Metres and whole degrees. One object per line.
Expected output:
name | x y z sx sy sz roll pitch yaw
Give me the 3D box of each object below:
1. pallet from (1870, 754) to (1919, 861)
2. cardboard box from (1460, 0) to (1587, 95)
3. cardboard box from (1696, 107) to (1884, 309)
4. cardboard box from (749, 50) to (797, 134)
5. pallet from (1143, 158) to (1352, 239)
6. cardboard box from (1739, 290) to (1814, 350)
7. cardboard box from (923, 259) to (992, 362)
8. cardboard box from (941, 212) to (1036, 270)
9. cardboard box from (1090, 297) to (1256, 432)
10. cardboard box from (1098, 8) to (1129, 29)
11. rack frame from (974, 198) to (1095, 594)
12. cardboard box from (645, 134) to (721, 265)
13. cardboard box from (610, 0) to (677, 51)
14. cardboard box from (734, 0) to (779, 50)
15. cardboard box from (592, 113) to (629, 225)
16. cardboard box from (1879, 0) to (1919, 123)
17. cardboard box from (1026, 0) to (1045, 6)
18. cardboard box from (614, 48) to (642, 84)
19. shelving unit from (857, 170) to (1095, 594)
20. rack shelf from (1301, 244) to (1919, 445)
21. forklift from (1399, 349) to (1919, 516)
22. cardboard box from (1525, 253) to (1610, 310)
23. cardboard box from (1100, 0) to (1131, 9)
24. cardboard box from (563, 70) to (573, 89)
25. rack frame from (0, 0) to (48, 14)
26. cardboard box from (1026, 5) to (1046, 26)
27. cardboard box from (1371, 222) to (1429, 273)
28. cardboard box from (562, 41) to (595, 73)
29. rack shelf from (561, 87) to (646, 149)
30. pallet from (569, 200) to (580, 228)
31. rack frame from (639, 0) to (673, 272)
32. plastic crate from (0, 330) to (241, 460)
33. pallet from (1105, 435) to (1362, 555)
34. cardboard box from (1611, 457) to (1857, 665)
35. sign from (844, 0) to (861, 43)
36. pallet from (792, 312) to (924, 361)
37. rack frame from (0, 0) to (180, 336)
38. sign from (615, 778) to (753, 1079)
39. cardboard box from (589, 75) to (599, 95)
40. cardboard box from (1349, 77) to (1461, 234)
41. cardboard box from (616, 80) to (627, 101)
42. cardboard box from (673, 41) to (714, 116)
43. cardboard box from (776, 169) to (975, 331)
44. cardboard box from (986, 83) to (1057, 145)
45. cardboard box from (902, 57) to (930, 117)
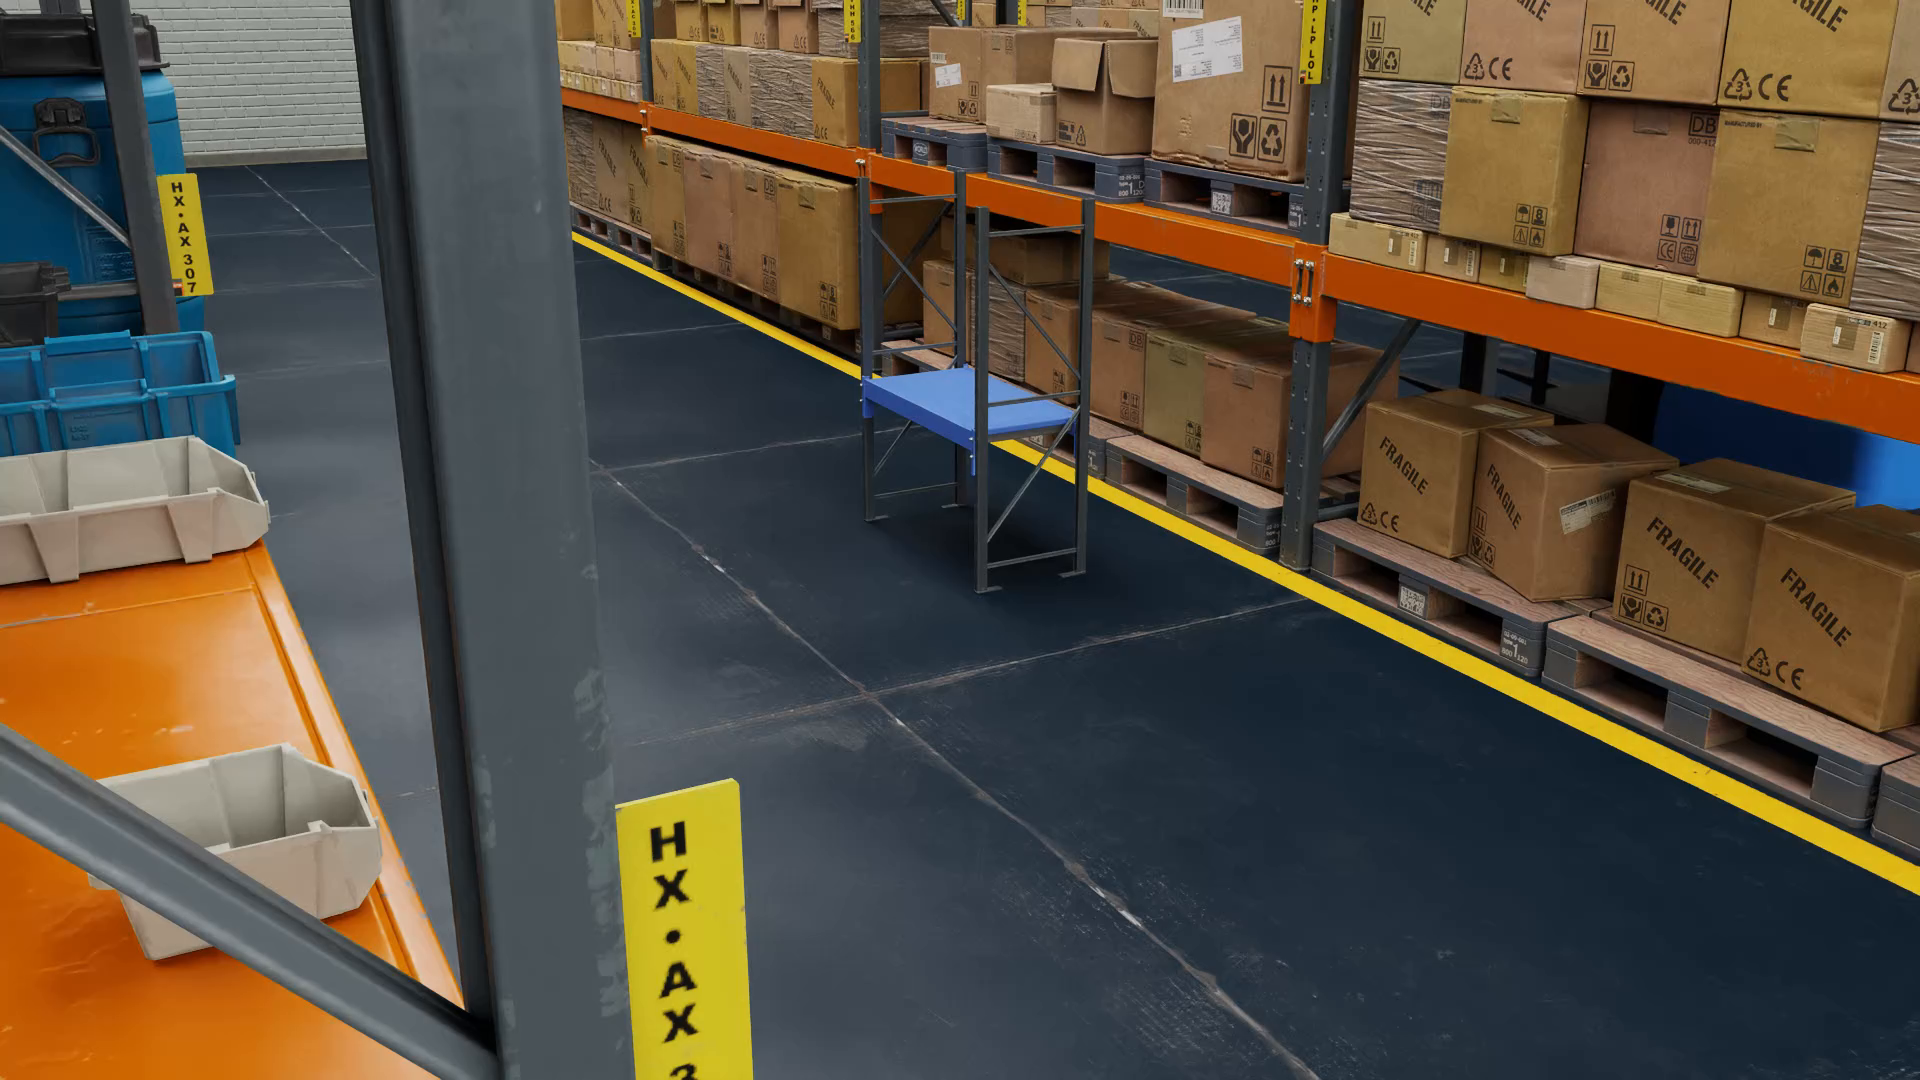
pallet | 3.286 0.830 4.403 1.003 0.211 1.213 -10 21 -27
cardboard box | 2.006 -1.725 5.389 0.500 0.500 0.500 -10 21 -27
cardboard box | 2.670 -0.998 4.817 0.875 0.500 0.500 -10 21 -27
cardboard box | -1.056 -2.967 10.979 0.500 0.500 0.500 -11 22 -28
pallet | 1.542 -1.527 7.253 1.003 0.211 1.213 -10 21 -27
cardboard box | 2.497 -0.656 4.818 0.380 0.149 0.250 -10 21 -27
cardboard box | 0.213 -1.361 9.636 0.700 0.500 0.500 -11 22 -30
cardboard box | 0.222 -1.717 9.518 0.500 0.250 0.500 -9 21 -24
cardboard box | 1.029 -0.882 8.248 0.700 0.500 0.500 -12 22 -31
cardboard box | 1.667 -4.844 15.962 0.500 0.500 0.500 -11 22 -28
rack frame | 0.282 -0.539 6.393 0.500 1.500 0.032 -10 21 -27
cardboard box | -1.700 -2.686 12.931 1.225 0.875 0.875 -10 21 -26
cardboard box | -2.475 -4.187 13.292 0.500 0.500 0.500 -9 21 -25
cardboard box | -1.087 -3.637 11.382 0.797 0.503 0.637 -9 21 -25
cardboard box | -2.692 -3.327 14.788 0.875 0.875 0.875 -10 21 -27
cardboard box | 2.720 -1.294 4.142 0.500 0.500 0.500 -10 21 -27
cardboard box | 0.944 -5.754 17.066 0.500 0.500 0.500 -11 22 -28
cardboard box | -2.462 -3.828 13.401 0.500 0.250 0.500 -10 22 -28
shelving unit | 0.041 -0.684 6.816 0.538 1.500 1.048 -10 21 -27
rack shelf | 2.727 -0.462 4.974 1.077 0.370 4.000 -10 21 -27
forklift | 3.307 -1.684 7.518 1.130 2.935 3.031 -9 21 -23
cardboard box | 2.074 -0.859 5.408 0.380 0.149 0.250 -10 21 -27
cardboard box | 1.680 -5.313 15.788 0.500 0.500 0.500 -11 22 -28
cardboard box | -3.311 -4.108 14.822 0.380 0.149 0.250 -11 22 -28
rack frame | -8.280 -4.054 14.280 1.000 3.000 0.127 -10 21 -27
cardboard box | 0.960 -5.284 17.237 0.500 0.500 0.500 -10 21 -26
cardboard box | 1.722 -1.075 6.034 0.380 0.149 0.250 -10 21 -27
cardboard box | -3.190 -4.269 14.678 0.500 0.250 0.500 -10 22 -28
rack shelf | -2.971 -3.907 14.957 1.077 0.370 4.000 -10 21 -27
pallet | -3.473 -3.285 16.328 1.003 0.211 1.213 -10 21 -27
rack frame | -2.022 -3.673 13.176 1.000 3.000 0.127 -10 21 -27
plastic crate | -1.817 -0.263 3.523 0.499 0.251 0.616 -10 21 -27
pallet | 1.406 -0.281 7.622 1.003 0.211 1.213 -10 21 -27
cardboard box | 2.574 0.057 5.555 0.500 0.500 0.500 -12 22 -31
sign | -0.609 -2.985 9.408 0.100 0.325 0.005 -10 21 -27
pallet | -0.430 -1.444 10.993 1.003 0.211 1.213 -10 21 -27
rack frame | -2.582 -0.609 4.297 1.000 3.000 0.127 -10 21 -27
sign | -0.196 0.325 1.168 0.100 0.325 0.005 -10 21 -27
cardboard box | -2.944 -3.886 14.180 0.380 0.149 0.250 -10 21 -26
cardboard box | 1.936 -1.425 6.054 0.875 0.500 0.500 -10 21 -27
cardboard box | -2.578 -3.665 13.538 0.380 0.149 0.250 -10 21 -26
cardboard box | -1.784 -3.405 12.247 0.500 0.500 0.500 -10 21 -27
cardboard box | -0.432 -1.920 10.710 1.225 0.875 0.875 -11 22 -29
cardboard box | 0.471 -2.135 8.307 0.500 0.250 0.500 -11 22 -28
cardboard box | -0.114 -2.753 10.358 0.500 0.500 0.500 -9 21 -25
